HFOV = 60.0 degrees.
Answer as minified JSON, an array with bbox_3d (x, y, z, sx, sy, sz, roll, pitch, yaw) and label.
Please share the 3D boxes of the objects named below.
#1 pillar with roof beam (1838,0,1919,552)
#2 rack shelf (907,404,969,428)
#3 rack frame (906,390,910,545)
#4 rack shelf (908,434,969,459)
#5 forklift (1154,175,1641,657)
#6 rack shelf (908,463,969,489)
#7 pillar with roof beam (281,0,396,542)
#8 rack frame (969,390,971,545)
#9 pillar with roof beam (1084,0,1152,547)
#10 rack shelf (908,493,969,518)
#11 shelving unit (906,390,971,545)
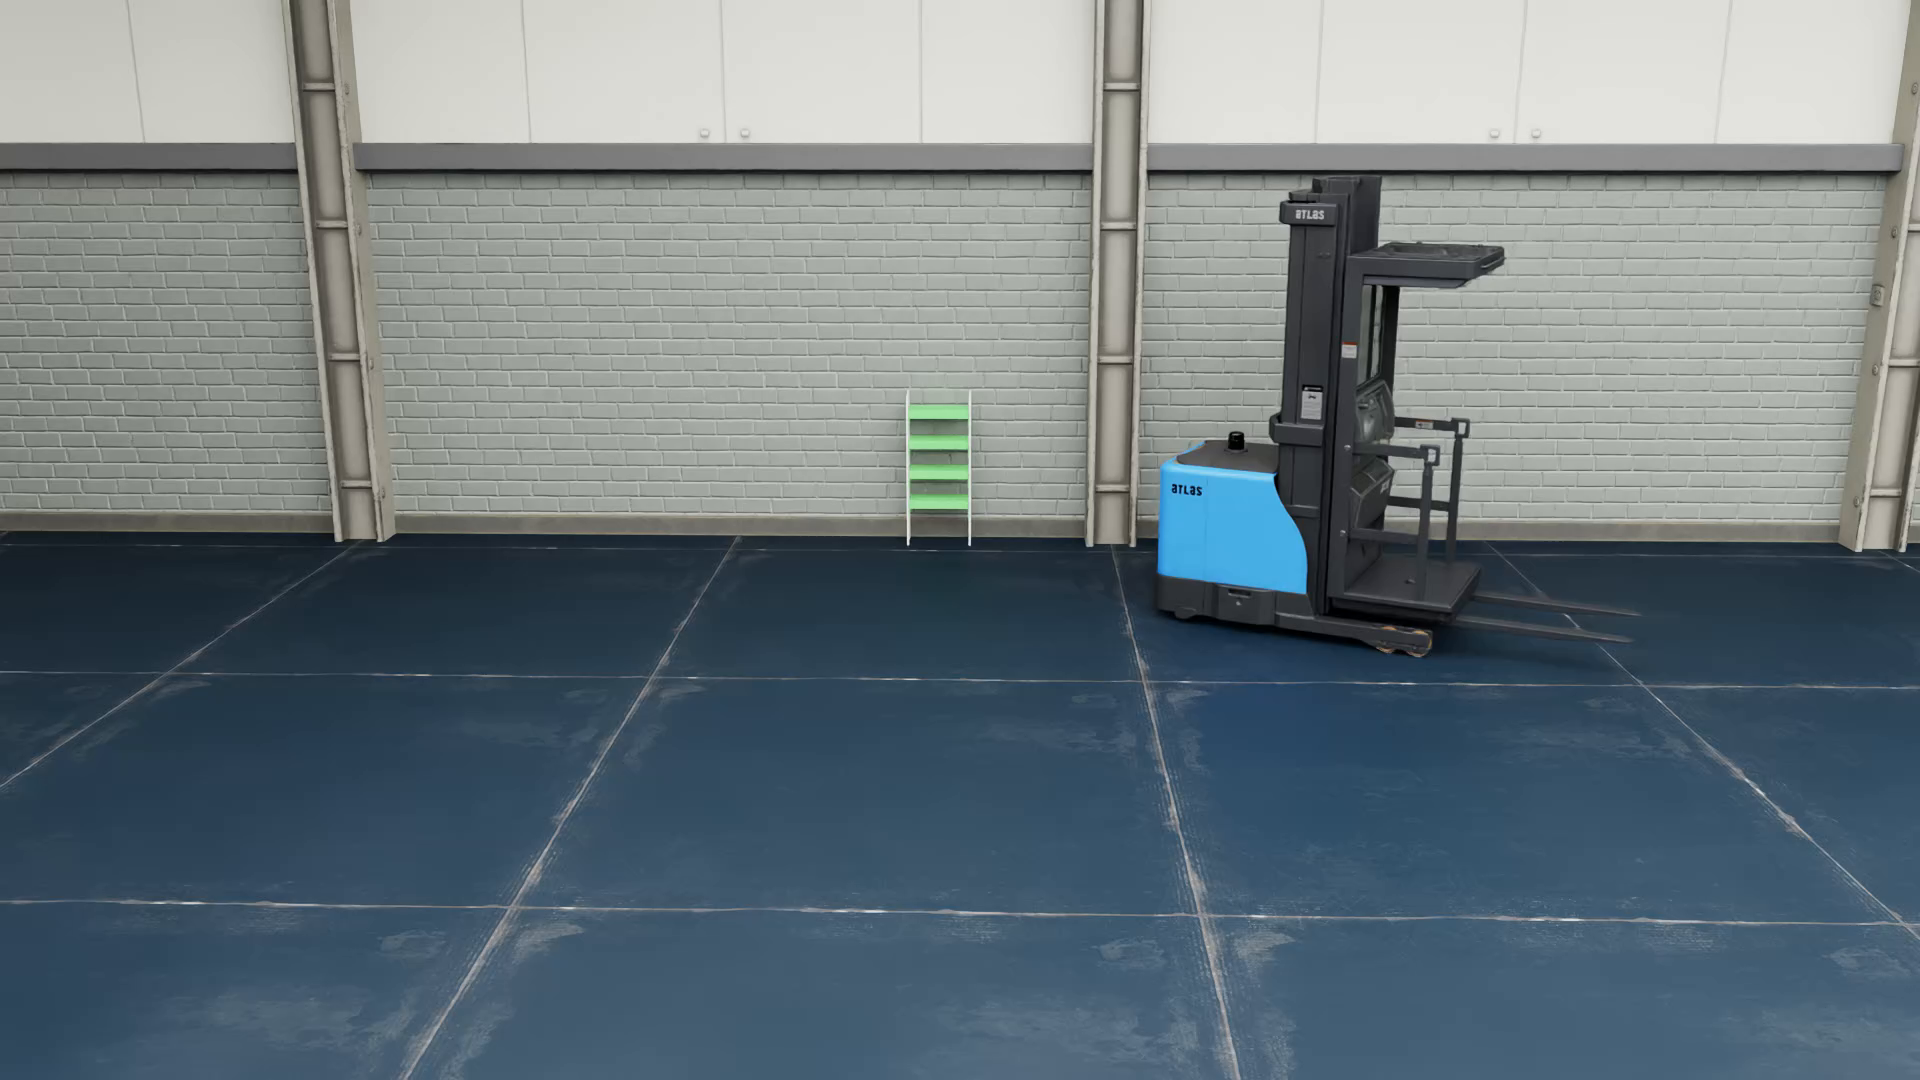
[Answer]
[{"bbox_3d":[7.087,-3.201,7.833,0.400,9.000,9.100,0,15,1],"label":"pillar with roof beam"},{"bbox_3d":[-0.166,-0.972,13.039,0.480,0.148,0.258,0,15,1],"label":"rack shelf"},{"bbox_3d":[-0.410,-0.570,13.147,0.015,1.200,0.240,0,15,1],"label":"rack frame"},{"bbox_3d":[-0.166,-0.740,13.099,0.480,0.148,0.258,0,15,1],"label":"rack shelf"},{"bbox_3d":[2.876,-0.830,10.741,3.031,2.935,1.130,7,16,26],"label":"forklift"},{"bbox_3d":[-0.166,-0.508,13.160,0.480,0.148,0.258,0,15,1],"label":"rack shelf"},{"bbox_3d":[-4.909,-3.279,8.129,0.400,9.000,9.100,0,15,1],"label":"pillar with roof beam"},{"bbox_3d":[0.078,-0.568,13.140,0.015,1.200,0.240,0,15,1],"label":"rack frame"},{"bbox_3d":[1.089,-3.240,7.981,0.400,9.000,9.100,0,15,1],"label":"pillar with roof beam"},{"bbox_3d":[-0.166,-0.275,13.220,0.480,0.148,0.258,0,15,1],"label":"rack shelf"},{"bbox_3d":[-0.166,-0.569,13.144,0.503,1.200,0.258,0,15,1],"label":"shelving unit"}]
